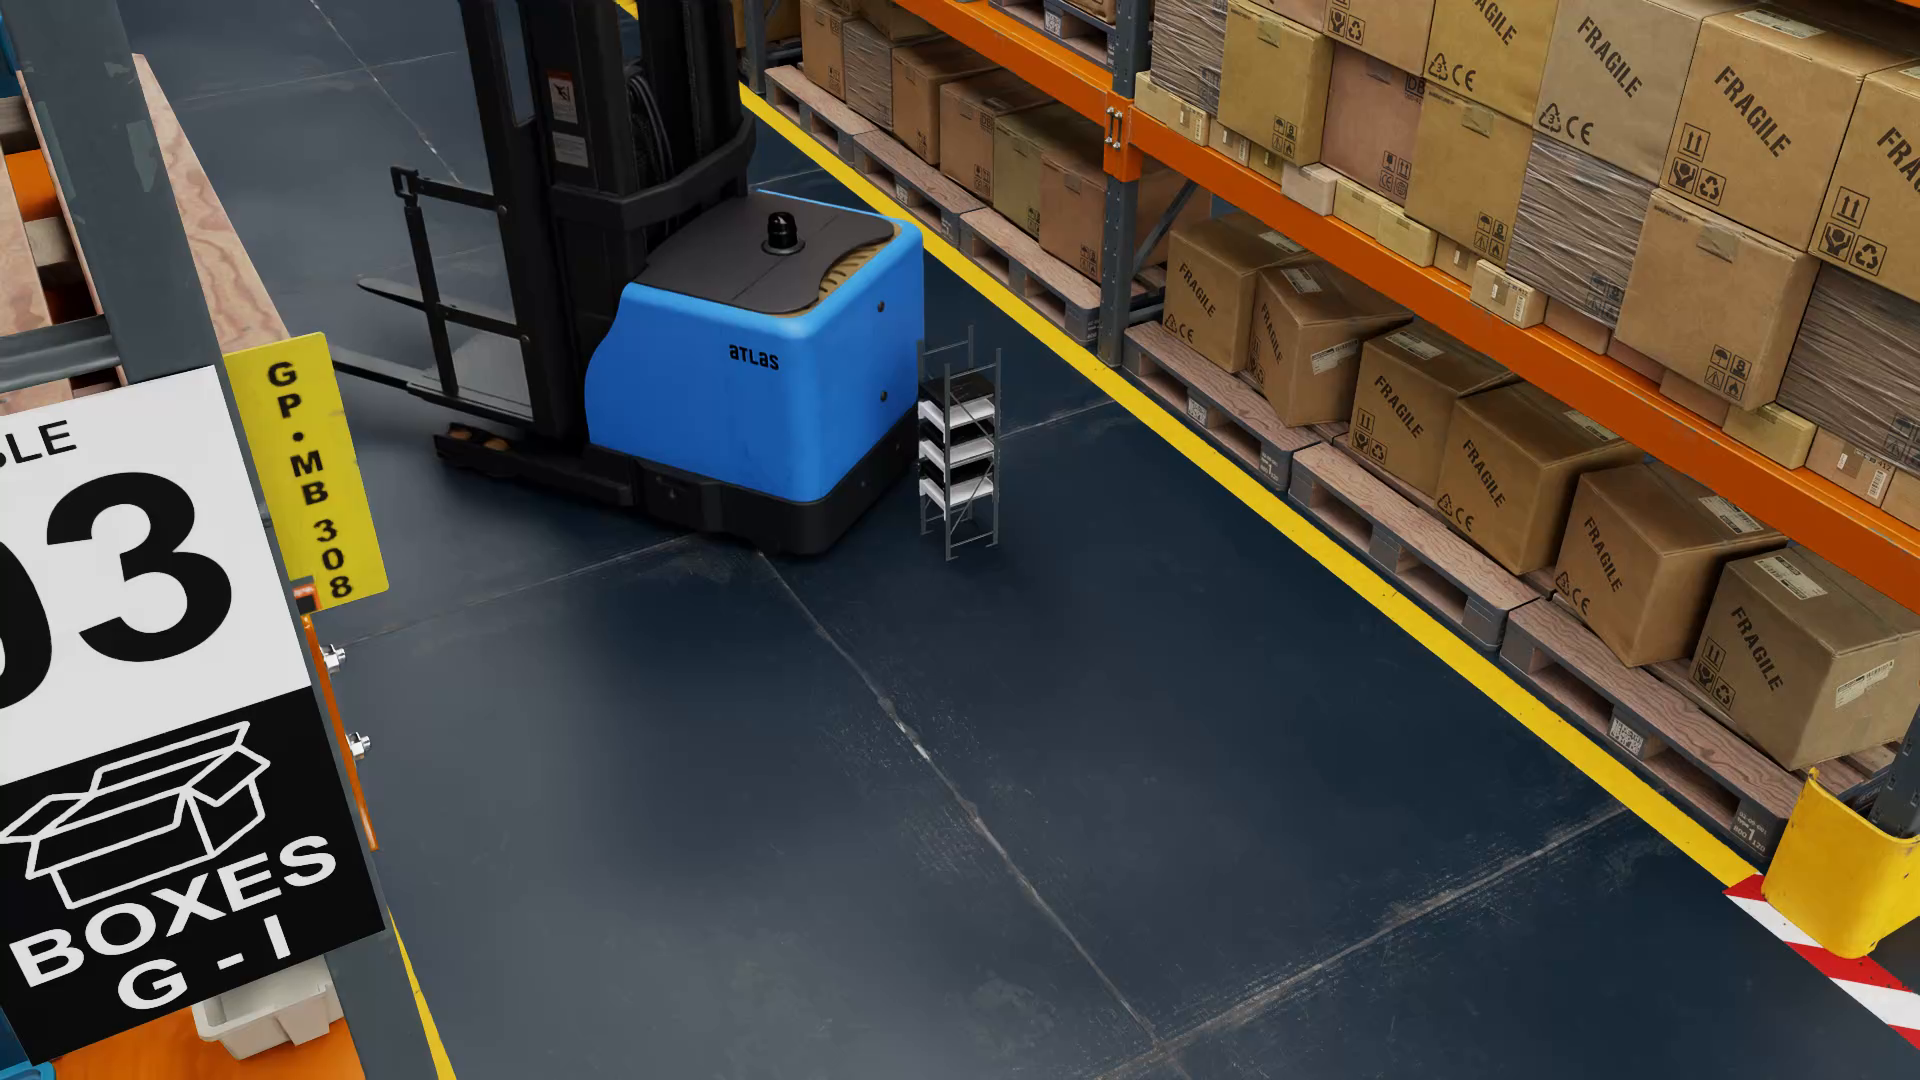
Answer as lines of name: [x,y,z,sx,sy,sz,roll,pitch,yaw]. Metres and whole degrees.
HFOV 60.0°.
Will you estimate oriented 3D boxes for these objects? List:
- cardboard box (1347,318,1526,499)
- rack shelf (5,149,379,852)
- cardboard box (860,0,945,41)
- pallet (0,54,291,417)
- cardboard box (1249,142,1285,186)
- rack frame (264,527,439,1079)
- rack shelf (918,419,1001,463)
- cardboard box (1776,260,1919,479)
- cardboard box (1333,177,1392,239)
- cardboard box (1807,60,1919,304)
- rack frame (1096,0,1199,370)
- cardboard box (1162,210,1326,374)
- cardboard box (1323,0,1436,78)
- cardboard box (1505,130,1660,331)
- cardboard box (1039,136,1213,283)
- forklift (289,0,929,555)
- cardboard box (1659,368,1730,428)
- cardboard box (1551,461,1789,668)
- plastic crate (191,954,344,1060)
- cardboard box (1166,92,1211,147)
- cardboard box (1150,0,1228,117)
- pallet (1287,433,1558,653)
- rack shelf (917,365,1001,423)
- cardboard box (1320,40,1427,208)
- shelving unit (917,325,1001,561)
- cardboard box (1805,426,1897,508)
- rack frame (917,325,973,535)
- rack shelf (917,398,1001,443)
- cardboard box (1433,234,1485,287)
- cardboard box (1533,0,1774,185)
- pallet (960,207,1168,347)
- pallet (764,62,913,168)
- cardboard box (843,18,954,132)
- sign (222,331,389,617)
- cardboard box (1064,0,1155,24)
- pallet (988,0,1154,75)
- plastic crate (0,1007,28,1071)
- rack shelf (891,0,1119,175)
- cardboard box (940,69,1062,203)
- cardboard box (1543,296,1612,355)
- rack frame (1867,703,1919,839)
cardboard box: [1.955,-0.556,6.731,0.500,0.500,0.500,-23,42,-28]
rack shelf: [-2.163,-0.628,3.133,1.077,0.370,4.000,-19,40,-24]
cardboard box: [-0.258,-3.105,9.569,0.500,0.250,0.500,-14,39,-19]
pallet: [-1.490,-0.273,2.197,1.003,0.211,1.213,-19,40,-24]
cardboard box: [1.360,-1.519,6.499,0.380,0.149,0.250,-19,40,-24]
rack frame: [-1.159,1.313,2.409,1.000,3.000,0.127,-19,40,-24]
rack shelf: [-0.004,-0.413,6.457,0.258,0.077,0.200,-19,40,-24]
cardboard box: [2.871,-0.604,4.696,0.875,0.500,0.500,-19,40,-24]
cardboard box: [1.611,-1.264,6.150,0.380,0.149,0.250,-19,40,-24]
cardboard box: [2.634,-0.926,4.290,0.500,0.500,0.500,-19,40,-24]
rack frame: [1.114,-2.194,7.211,1.000,3.000,0.127,-19,40,-24]
cardboard box: [1.281,-1.139,7.529,0.500,0.500,0.500,-20,41,-25]
cardboard box: [1.624,-1.944,5.684,0.500,0.500,0.500,-19,40,-24]
cardboard box: [2.302,-1.091,5.363,0.875,0.500,0.500,-19,40,-24]
cardboard box: [0.824,-1.682,8.256,0.700,0.500,0.500,-22,42,-27]
forklift: [-1.689,-1.715,6.613,3.031,2.935,1.130,16,39,21]
cardboard box: [2.395,-0.509,5.117,0.380,0.149,0.250,-19,40,-24]
cardboard box: [2.495,0.067,5.878,0.500,0.500,0.500,-9,37,-12]
plastic crate: [-1.330,0.868,3.242,0.298,0.136,0.250,-19,40,-24]
cardboard box: [1.077,-1.763,6.833,0.380,0.149,0.250,-19,40,-24]
cardboard box: [1.287,-2.107,6.755,0.875,0.500,0.500,-19,40,-24]
pallet: [2.099,-0.113,6.726,1.003,0.211,1.213,-19,40,-24]
rack shelf: [-0.004,-0.559,6.351,0.258,0.077,0.200,-19,40,-24]
cardboard box: [1.846,-1.617,6.083,0.875,0.500,0.500,-19,40,-24]
shelving unit: [-0.004,-0.368,6.490,0.258,0.900,0.210,-19,40,-24]
cardboard box: [2.677,-0.265,4.783,0.380,0.149,0.250,-19,40,-24]
rack frame: [-0.055,-0.419,6.561,0.240,0.900,0.006,-19,40,-24]
rack shelf: [-0.004,-0.486,6.404,0.258,0.077,0.200,-19,40,-24]
cardboard box: [1.892,-1.019,5.815,0.380,0.149,0.250,-19,40,-24]
cardboard box: [2.129,-1.435,4.987,0.500,0.500,0.500,-19,40,-24]
pallet: [0.722,-1.465,8.577,1.003,0.211,1.213,-19,40,-24]
pallet: [-0.504,-2.709,10.280,1.003,0.211,1.213,-19,40,-24]
cardboard box: [-0.252,-2.788,9.770,0.700,0.500,0.500,-22,42,-28]
sign: [-0.681,-0.063,1.742,0.100,0.325,0.005,-19,40,-24]
cardboard box: [0.836,-3.053,7.522,1.000,1.000,1.000,-19,40,-24]
pallet: [0.856,-2.550,7.861,1.003,0.211,1.213,-19,40,-24]
plastic crate: [-1.990,0.874,3.137,0.499,0.251,0.408,-19,40,-24]
rack shelf: [0.109,-2.924,8.820,1.077,0.370,4.000,-19,40,-24]
cardboard box: [0.320,-2.216,8.987,0.700,0.500,0.500,-23,42,-28]
cardboard box: [2.160,-0.770,5.474,0.380,0.149,0.250,-19,40,-24]
rack frame: [3.124,-0.155,4.418,1.000,3.000,0.127,-19,40,-24]
